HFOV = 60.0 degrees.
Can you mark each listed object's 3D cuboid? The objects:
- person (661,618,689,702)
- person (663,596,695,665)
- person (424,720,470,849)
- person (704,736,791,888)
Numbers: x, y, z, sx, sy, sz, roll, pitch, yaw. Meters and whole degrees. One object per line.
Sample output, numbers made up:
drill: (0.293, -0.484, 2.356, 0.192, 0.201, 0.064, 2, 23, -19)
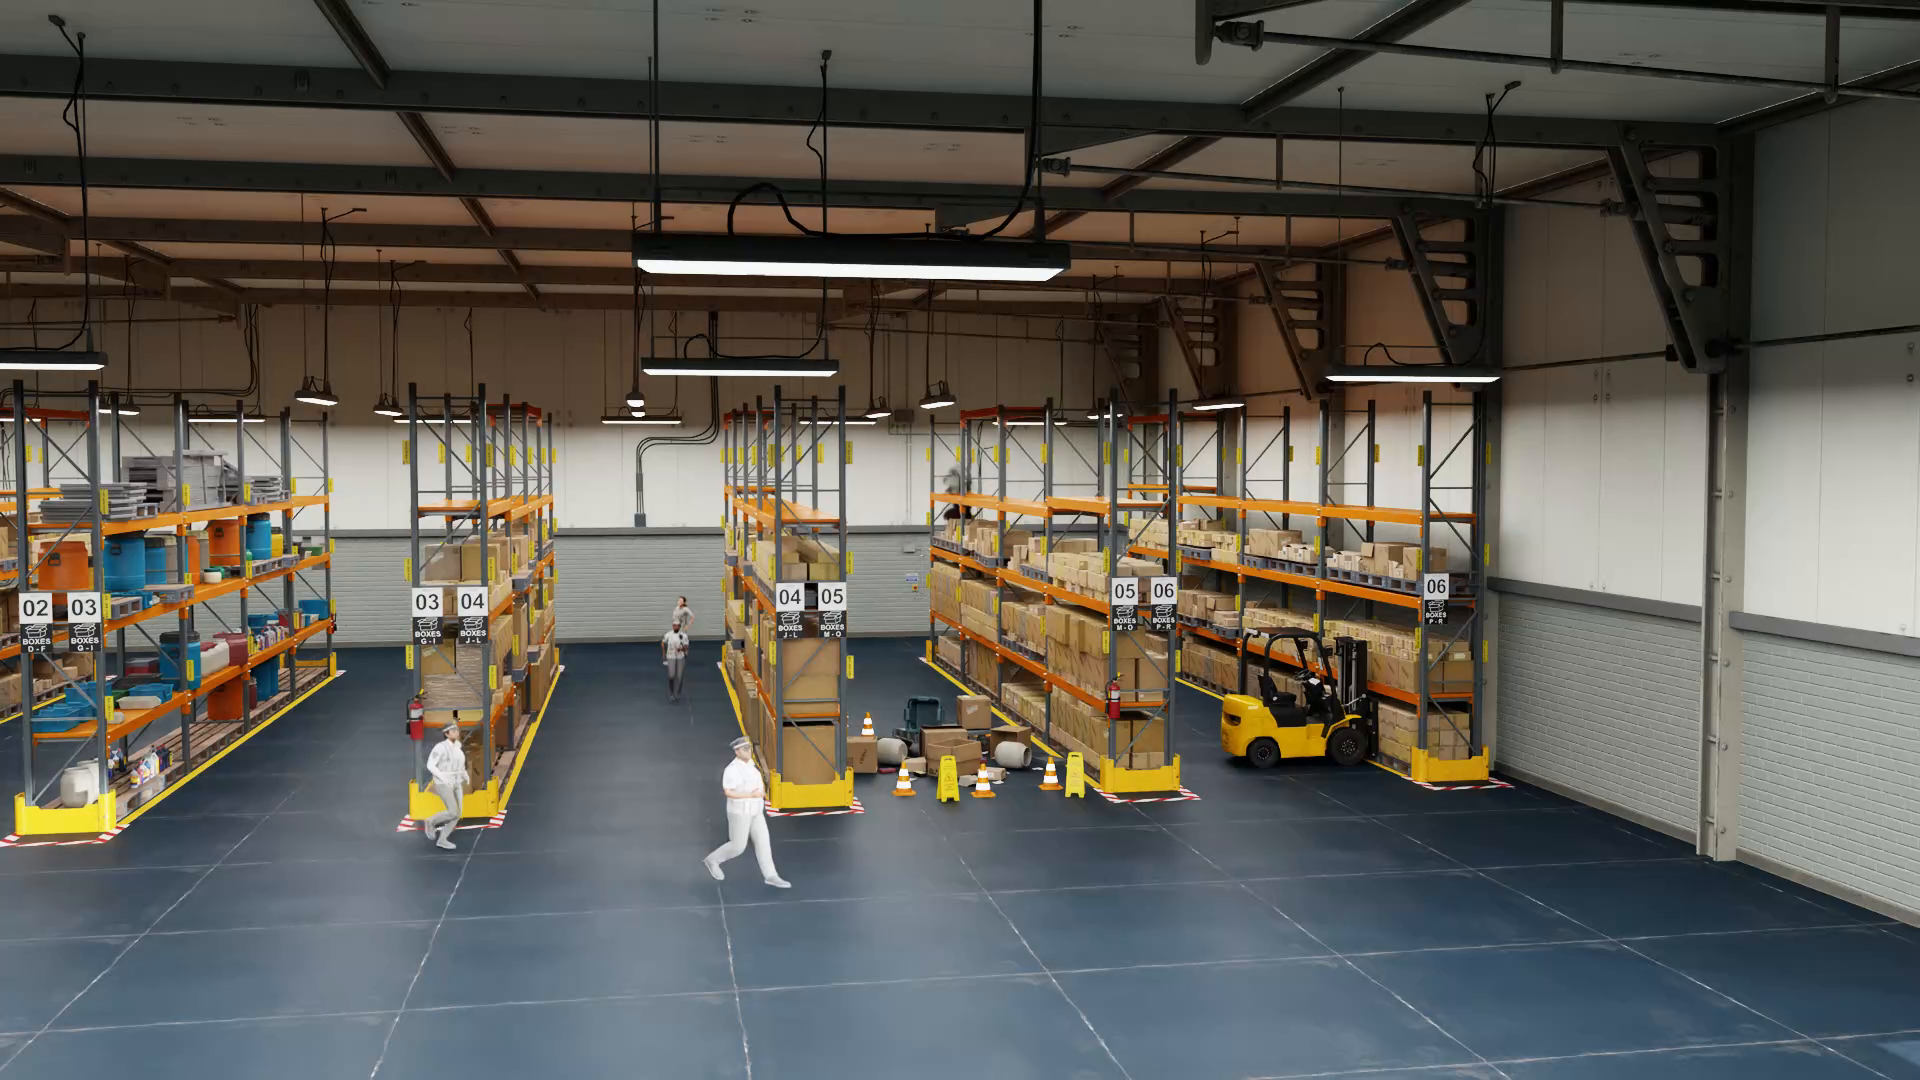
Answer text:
person: (-5.800, 2.440, 33.923, 0.548, 1.699, 0.684, -1, 3, -13)
person: (-6.665, 2.153, 39.773, 0.645, 1.642, 0.880, 2, 4, 35)
person: (-6.533, 3.113, 21.285, 0.480, 1.634, 0.601, 1, 3, 24)
person: (-2.457, 3.122, 19.213, 1.074, 1.743, 0.676, 2, 3, 28)
